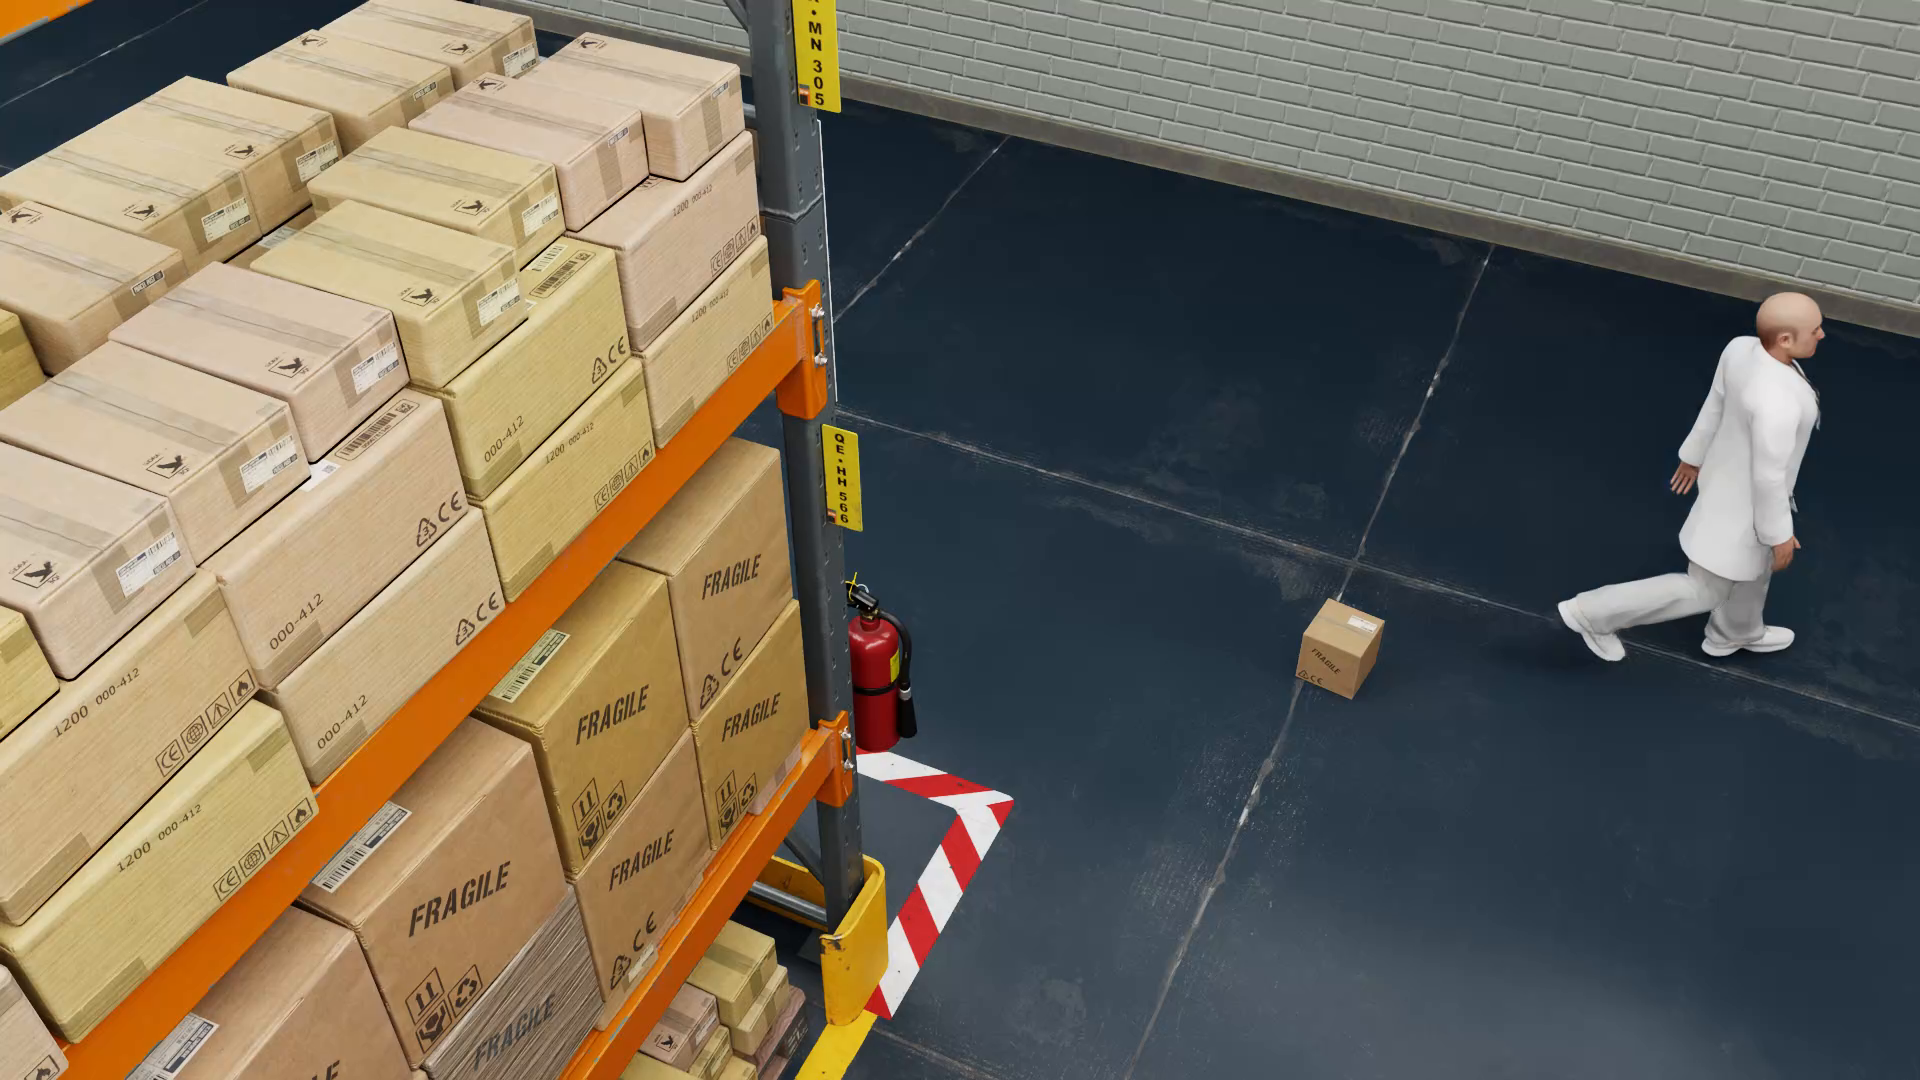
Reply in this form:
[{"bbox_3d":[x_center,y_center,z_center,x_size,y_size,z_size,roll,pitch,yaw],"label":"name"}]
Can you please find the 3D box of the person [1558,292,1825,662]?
[{"bbox_3d":[2.946,-0.174,6.361,1.024,1.737,0.618,6,42,7],"label":"person"}]
